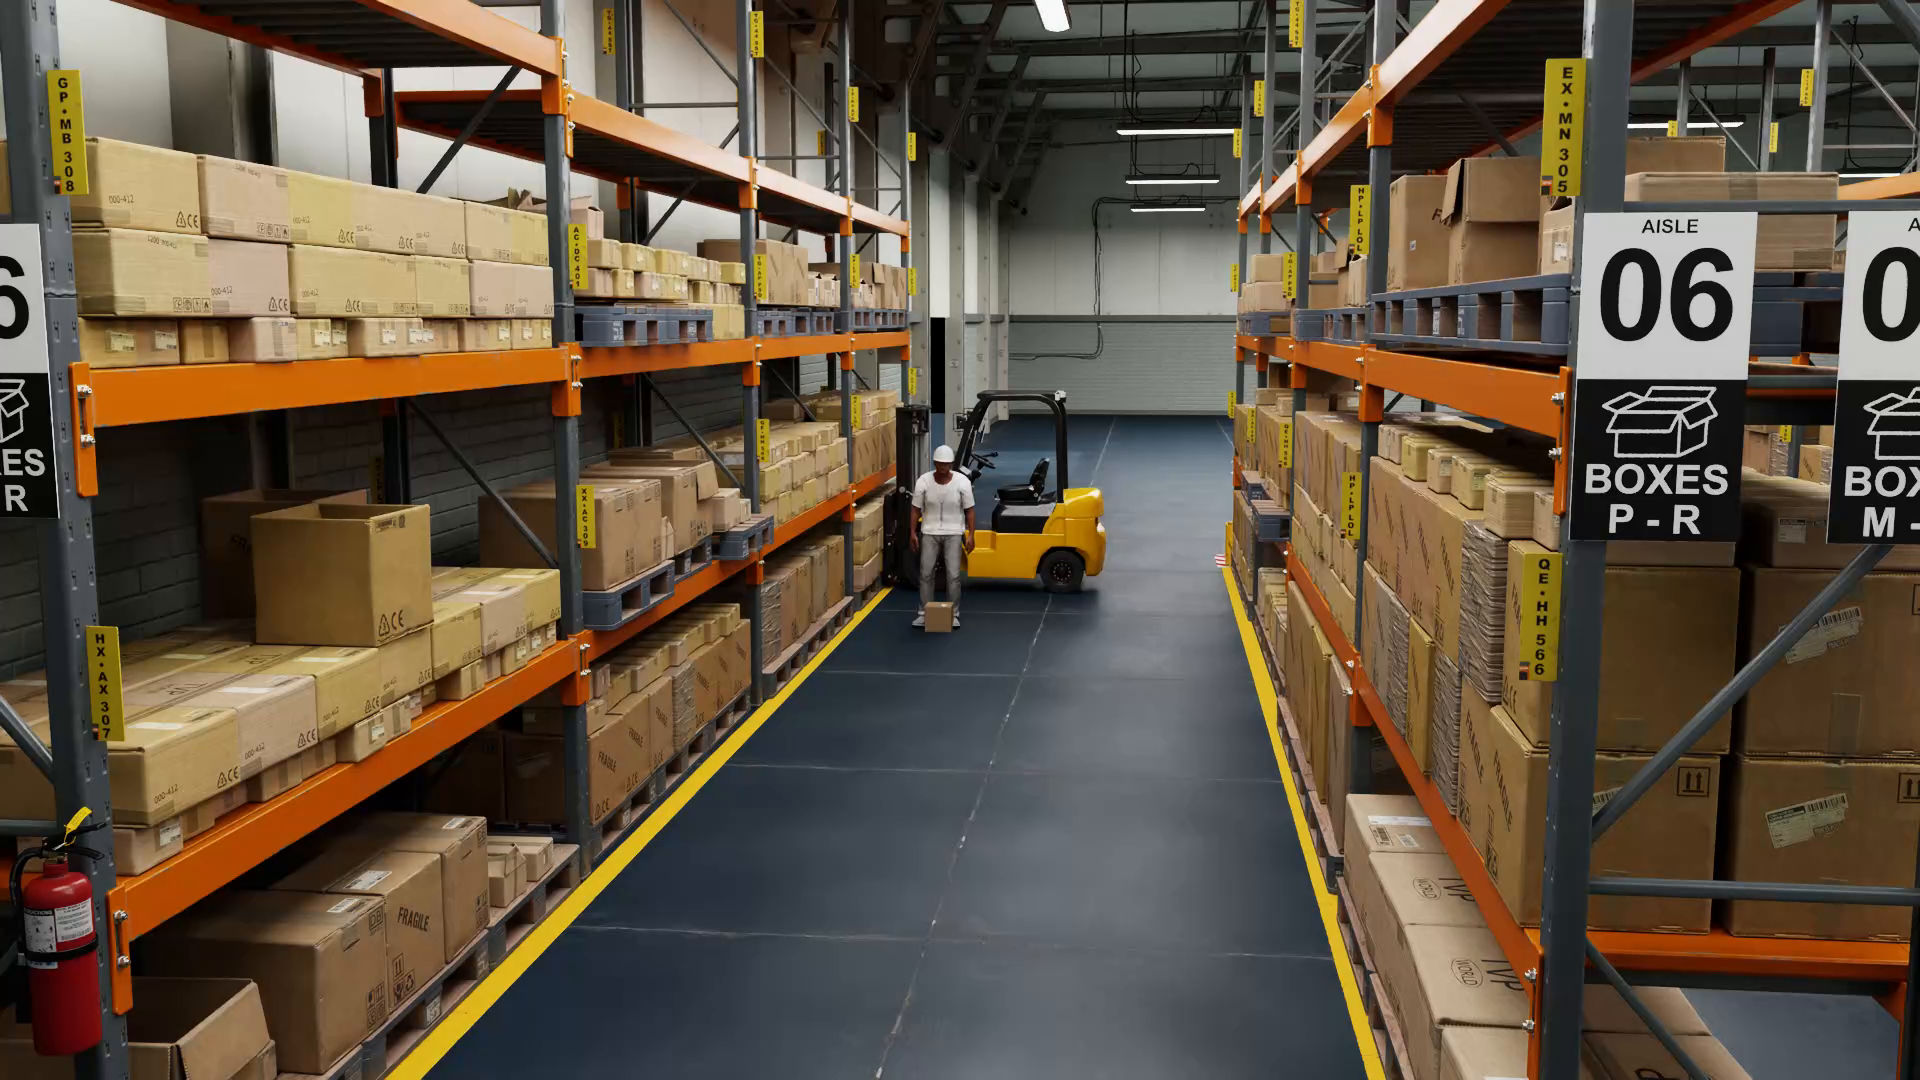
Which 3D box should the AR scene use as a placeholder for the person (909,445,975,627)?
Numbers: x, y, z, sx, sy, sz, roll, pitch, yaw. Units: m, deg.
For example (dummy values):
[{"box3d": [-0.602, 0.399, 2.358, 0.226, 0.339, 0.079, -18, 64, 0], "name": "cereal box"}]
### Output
[{"box3d": [-0.172, -0.039, 16.013, 0.637, 1.761, 0.453, 1, 8, 6], "name": "person"}]
